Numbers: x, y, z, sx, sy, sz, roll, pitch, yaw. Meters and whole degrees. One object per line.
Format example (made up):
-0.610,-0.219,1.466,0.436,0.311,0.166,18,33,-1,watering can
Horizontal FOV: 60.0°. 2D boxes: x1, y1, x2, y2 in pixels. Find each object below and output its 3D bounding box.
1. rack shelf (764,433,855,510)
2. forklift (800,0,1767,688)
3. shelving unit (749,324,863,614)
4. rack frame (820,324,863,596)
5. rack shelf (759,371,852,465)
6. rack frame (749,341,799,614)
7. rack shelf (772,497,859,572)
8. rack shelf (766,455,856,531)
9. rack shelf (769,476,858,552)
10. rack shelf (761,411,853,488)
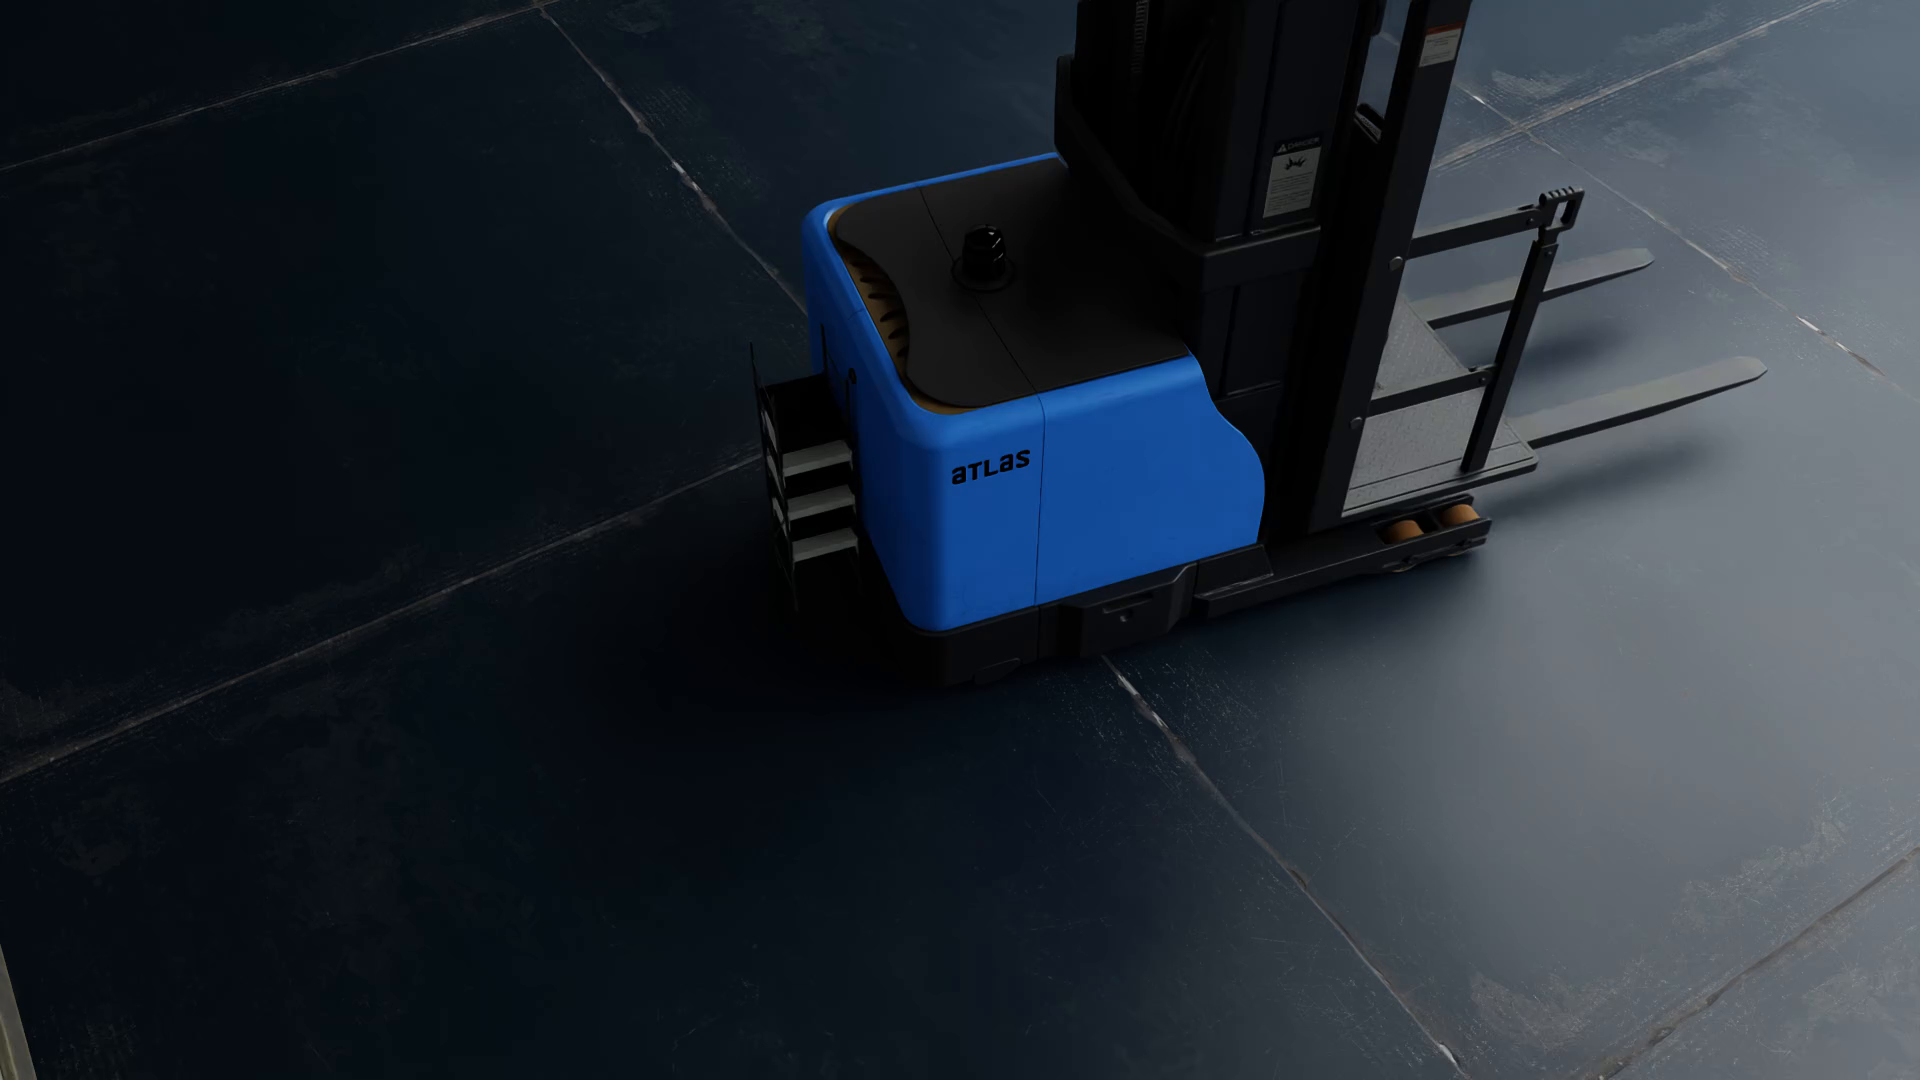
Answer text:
-0.436,-0.223,4.770,0.200,0.077,0.258,-15,50,-13,rack shelf
1.112,-1.233,4.386,3.031,2.935,1.130,-15,50,-13,forklift
-0.436,-0.185,4.812,0.210,0.900,0.258,-15,50,-13,shelving unit
-0.341,-0.211,4.835,0.006,0.900,0.240,-15,50,-13,rack frame
-0.436,-0.343,4.636,0.200,0.077,0.258,-15,50,-13,rack shelf
-0.532,-0.159,4.789,0.006,0.900,0.240,-15,50,-13,rack frame
-0.436,-0.043,4.972,0.200,0.077,0.258,-15,50,-13,rack shelf
-0.436,-0.163,4.837,0.200,0.077,0.258,-15,50,-13,rack shelf
-0.436,-0.103,4.904,0.200,0.077,0.258,-15,50,-13,rack shelf
-0.436,-0.283,4.703,0.200,0.077,0.258,-15,50,-13,rack shelf
